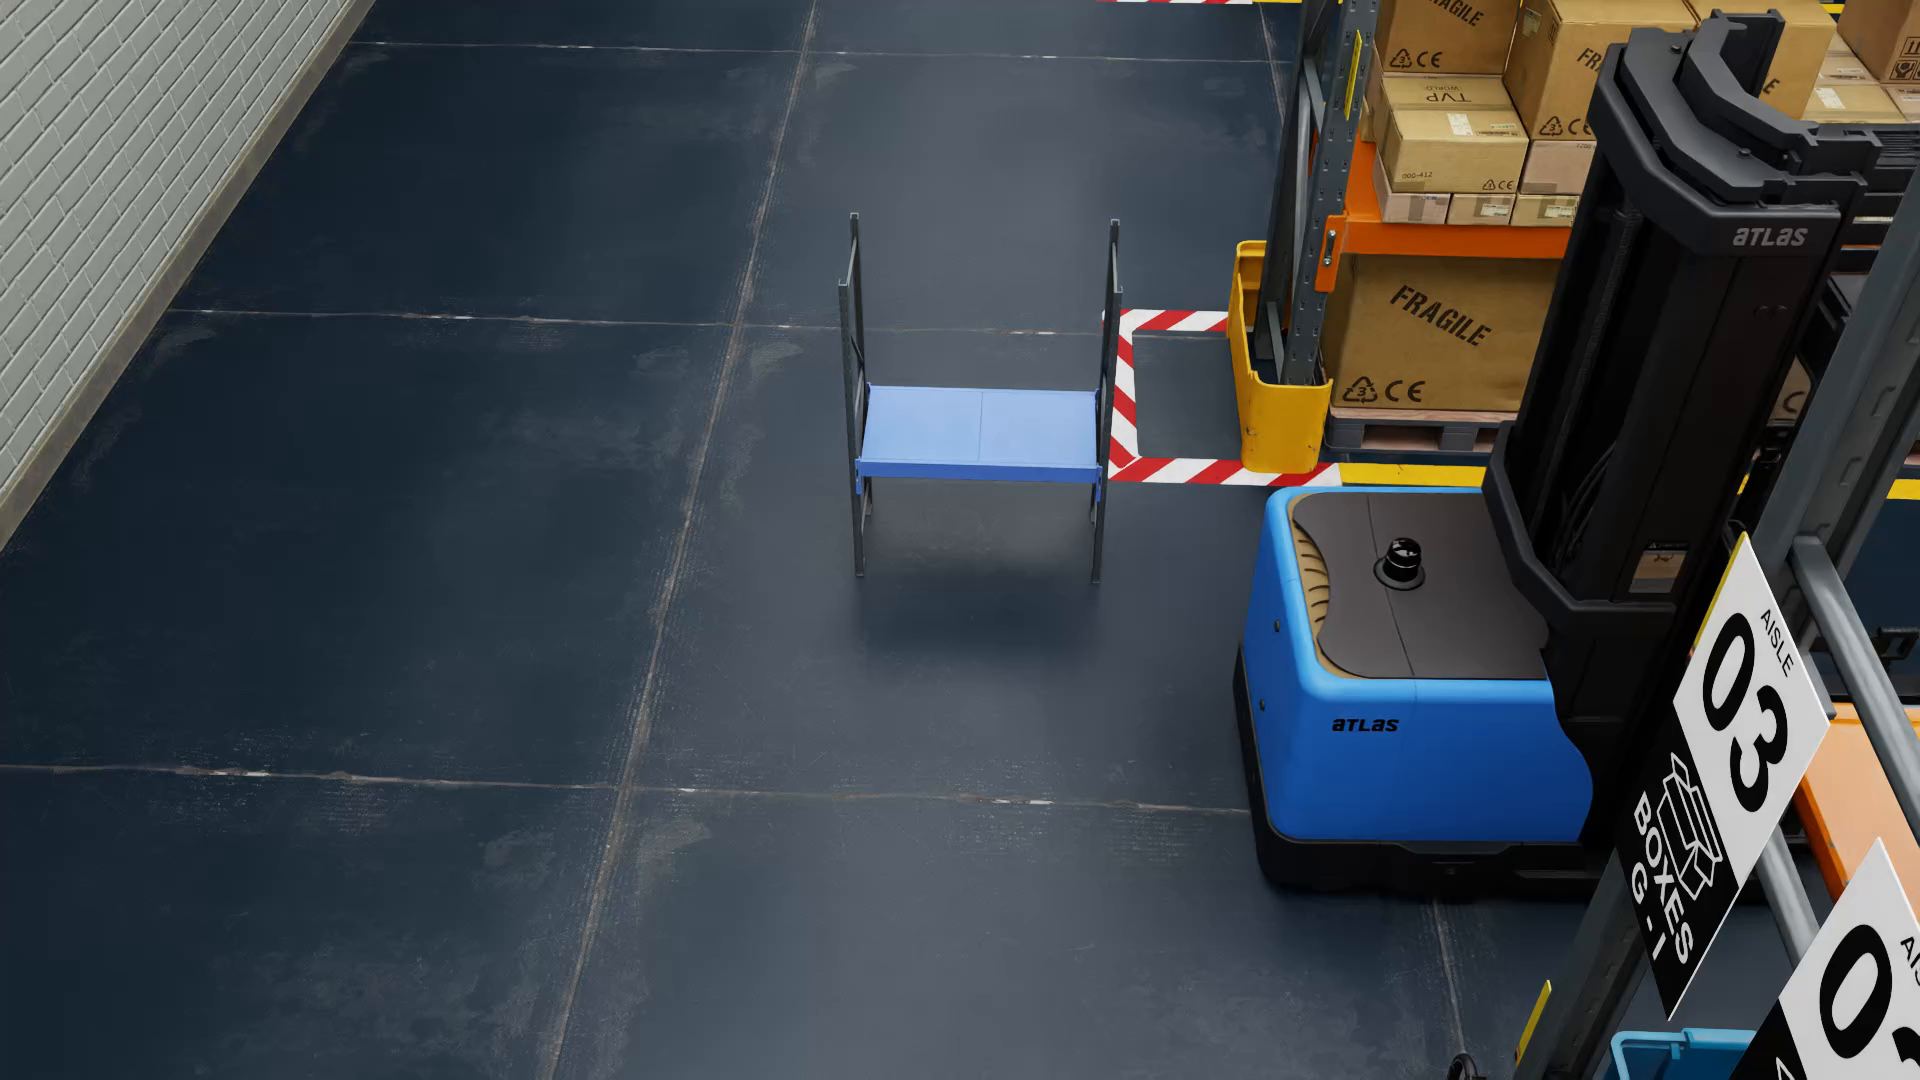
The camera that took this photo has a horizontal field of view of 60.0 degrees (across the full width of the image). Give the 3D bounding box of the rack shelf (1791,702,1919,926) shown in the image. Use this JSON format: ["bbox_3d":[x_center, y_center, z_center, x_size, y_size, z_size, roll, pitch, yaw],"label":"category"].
[{"bbox_3d":[3.303,0.798,2.606,4.000,0.370,1.077,2,43,2],"label":"rack shelf"}]

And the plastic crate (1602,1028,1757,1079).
[{"bbox_3d":[1.648,1.419,3.542,0.499,0.435,0.616,2,43,2],"label":"plastic crate"}]

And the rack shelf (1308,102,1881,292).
[{"bbox_3d":[3.526,-1.477,7.248,4.000,0.370,1.077,2,43,2],"label":"rack shelf"}]

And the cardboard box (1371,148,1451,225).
[{"bbox_3d":[1.868,-1.475,6.902,0.250,0.149,0.380,2,43,2],"label":"cardboard box"}]

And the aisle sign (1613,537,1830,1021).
[{"bbox_3d":[1.246,0.418,2.779,0.004,0.787,0.394,2,43,2],"label":"aisle sign"}]

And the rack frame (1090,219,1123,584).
[{"bbox_3d":[0.593,-0.531,6.805,0.032,1.500,0.500,2,43,2],"label":"rack frame"}]

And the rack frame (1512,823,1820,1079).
[{"bbox_3d":[1.305,1.571,3.449,0.127,3.000,1.000,2,43,2],"label":"rack frame"}]

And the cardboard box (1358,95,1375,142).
[{"bbox_3d":[1.899,-1.923,7.384,0.250,0.149,0.380,3,43,3],"label":"cardboard box"}]

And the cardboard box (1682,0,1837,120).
[{"bbox_3d":[3.013,-1.905,6.521,0.500,0.500,0.500,1,43,1],"label":"cardboard box"}]

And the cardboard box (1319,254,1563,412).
[{"bbox_3d":[2.171,-1.213,7.688,0.875,0.875,0.875,2,43,2],"label":"cardboard box"}]

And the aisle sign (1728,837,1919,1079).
[{"bbox_3d":[1.220,0.819,2.348,0.004,0.787,0.394,2,43,2],"label":"aisle sign"}]

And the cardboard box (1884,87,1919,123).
[{"bbox_3d":[4.044,-1.598,6.742,0.500,0.250,0.500,3,43,3],"label":"cardboard box"}]

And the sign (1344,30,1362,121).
[{"bbox_3d":[1.497,-1.770,6.342,0.005,0.325,0.100,2,43,2],"label":"sign"}]

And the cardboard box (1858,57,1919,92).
[{"bbox_3d":[4.052,-1.957,7.127,0.500,0.250,0.500,3,43,3],"label":"cardboard box"}]

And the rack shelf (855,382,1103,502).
[{"bbox_3d":[0.085,-0.415,6.944,1.000,0.185,0.538,2,43,2],"label":"rack shelf"}]

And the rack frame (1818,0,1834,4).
[{"bbox_3d":[5.848,-5.054,10.560,0.127,3.000,1.000,2,43,2],"label":"rack frame"}]

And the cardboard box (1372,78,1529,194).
[{"bbox_3d":[1.995,-1.657,6.806,0.500,0.250,0.500,1,43,1],"label":"cardboard box"}]

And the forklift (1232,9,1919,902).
[{"bbox_3d":[2.594,-0.144,5.340,3.031,2.935,1.130,0,43,0],"label":"forklift"}]

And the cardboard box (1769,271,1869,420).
[{"bbox_3d":[3.969,-1.158,7.628,0.875,0.875,0.875,2,43,2],"label":"cardboard box"}]

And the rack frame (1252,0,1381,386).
[{"bbox_3d":[1.528,-1.802,7.069,0.127,3.000,1.000,2,43,2],"label":"rack frame"}]

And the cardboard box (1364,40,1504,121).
[{"bbox_3d":[2.024,-2.022,7.197,0.500,0.250,0.500,1,43,1],"label":"cardboard box"}]

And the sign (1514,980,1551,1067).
[{"bbox_3d":[1.313,1.136,3.796,0.005,0.325,0.100,2,43,2],"label":"sign"}]

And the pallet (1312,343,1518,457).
[{"bbox_3d":[2.330,-0.810,8.051,1.213,0.211,1.003,2,43,2],"label":"pallet"}]

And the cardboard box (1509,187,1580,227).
[{"bbox_3d":[2.380,-1.460,6.886,0.250,0.149,0.380,1,43,1],"label":"cardboard box"}]

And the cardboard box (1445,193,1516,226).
[{"bbox_3d":[2.124,-1.468,6.894,0.250,0.149,0.380,1,43,1],"label":"cardboard box"}]

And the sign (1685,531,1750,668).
[{"bbox_3d":[1.313,0.136,2.865,0.005,0.325,0.100,2,43,2],"label":"sign"}]

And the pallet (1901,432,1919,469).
[{"bbox_3d":[4.768,-0.736,7.970,1.213,0.211,1.003,2,43,2],"label":"pallet"}]

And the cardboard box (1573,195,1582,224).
[{"bbox_3d":[2.640,-1.453,6.879,0.250,0.149,0.380,1,43,1],"label":"cardboard box"}]

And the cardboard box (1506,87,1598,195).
[{"bbox_3d":[2.515,-1.646,6.793,0.500,0.250,0.500,1,43,1],"label":"cardboard box"}]

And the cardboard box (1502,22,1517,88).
[{"bbox_3d":[2.531,-2.006,7.180,0.500,0.250,0.500,1,43,1],"label":"cardboard box"}]

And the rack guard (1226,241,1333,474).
[{"bbox_3d":[1.504,-0.888,7.922,0.348,0.500,1.175,2,43,2],"label":"rack guard"}]

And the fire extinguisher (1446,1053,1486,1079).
[{"bbox_3d":[1.175,1.421,3.939,0.183,0.674,0.296,2,43,2],"label":"fire extinguisher"}]

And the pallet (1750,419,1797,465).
[{"bbox_3d":[3.546,-0.771,8.008,1.213,0.211,1.003,2,43,2],"label":"pallet"}]

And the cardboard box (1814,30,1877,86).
[{"bbox_3d":[3.560,-1.977,7.149,0.500,0.250,0.500,2,43,2],"label":"cardboard box"}]

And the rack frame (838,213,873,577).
[{"bbox_3d":[-0.423,-0.562,6.838,0.032,1.500,0.500,2,43,2],"label":"rack frame"}]

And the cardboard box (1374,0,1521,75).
[{"bbox_3d":[2.026,-2.294,6.939,0.500,0.500,0.500,2,43,2],"label":"cardboard box"}]

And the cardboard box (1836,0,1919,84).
[{"bbox_3d":[4.045,-2.230,6.870,0.500,0.500,0.500,1,43,1],"label":"cardboard box"}]

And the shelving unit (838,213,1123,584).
[{"bbox_3d":[0.085,-0.546,6.821,1.048,1.500,0.538,2,43,2],"label":"shelving unit"}]

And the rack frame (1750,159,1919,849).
[{"bbox_3d":[1.305,-0.624,1.404,0.127,3.000,1.000,2,43,2],"label":"rack frame"}]

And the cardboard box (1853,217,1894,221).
[{"bbox_3d":[3.666,-1.421,6.845,0.250,0.149,0.380,2,43,3],"label":"cardboard box"}]

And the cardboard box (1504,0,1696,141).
[{"bbox_3d":[2.495,-1.916,6.534,0.500,0.500,0.500,1,43,1],"label":"cardboard box"}]

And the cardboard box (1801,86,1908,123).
[{"bbox_3d":[3.538,-1.616,6.761,0.500,0.250,0.500,1,43,1],"label":"cardboard box"}]
